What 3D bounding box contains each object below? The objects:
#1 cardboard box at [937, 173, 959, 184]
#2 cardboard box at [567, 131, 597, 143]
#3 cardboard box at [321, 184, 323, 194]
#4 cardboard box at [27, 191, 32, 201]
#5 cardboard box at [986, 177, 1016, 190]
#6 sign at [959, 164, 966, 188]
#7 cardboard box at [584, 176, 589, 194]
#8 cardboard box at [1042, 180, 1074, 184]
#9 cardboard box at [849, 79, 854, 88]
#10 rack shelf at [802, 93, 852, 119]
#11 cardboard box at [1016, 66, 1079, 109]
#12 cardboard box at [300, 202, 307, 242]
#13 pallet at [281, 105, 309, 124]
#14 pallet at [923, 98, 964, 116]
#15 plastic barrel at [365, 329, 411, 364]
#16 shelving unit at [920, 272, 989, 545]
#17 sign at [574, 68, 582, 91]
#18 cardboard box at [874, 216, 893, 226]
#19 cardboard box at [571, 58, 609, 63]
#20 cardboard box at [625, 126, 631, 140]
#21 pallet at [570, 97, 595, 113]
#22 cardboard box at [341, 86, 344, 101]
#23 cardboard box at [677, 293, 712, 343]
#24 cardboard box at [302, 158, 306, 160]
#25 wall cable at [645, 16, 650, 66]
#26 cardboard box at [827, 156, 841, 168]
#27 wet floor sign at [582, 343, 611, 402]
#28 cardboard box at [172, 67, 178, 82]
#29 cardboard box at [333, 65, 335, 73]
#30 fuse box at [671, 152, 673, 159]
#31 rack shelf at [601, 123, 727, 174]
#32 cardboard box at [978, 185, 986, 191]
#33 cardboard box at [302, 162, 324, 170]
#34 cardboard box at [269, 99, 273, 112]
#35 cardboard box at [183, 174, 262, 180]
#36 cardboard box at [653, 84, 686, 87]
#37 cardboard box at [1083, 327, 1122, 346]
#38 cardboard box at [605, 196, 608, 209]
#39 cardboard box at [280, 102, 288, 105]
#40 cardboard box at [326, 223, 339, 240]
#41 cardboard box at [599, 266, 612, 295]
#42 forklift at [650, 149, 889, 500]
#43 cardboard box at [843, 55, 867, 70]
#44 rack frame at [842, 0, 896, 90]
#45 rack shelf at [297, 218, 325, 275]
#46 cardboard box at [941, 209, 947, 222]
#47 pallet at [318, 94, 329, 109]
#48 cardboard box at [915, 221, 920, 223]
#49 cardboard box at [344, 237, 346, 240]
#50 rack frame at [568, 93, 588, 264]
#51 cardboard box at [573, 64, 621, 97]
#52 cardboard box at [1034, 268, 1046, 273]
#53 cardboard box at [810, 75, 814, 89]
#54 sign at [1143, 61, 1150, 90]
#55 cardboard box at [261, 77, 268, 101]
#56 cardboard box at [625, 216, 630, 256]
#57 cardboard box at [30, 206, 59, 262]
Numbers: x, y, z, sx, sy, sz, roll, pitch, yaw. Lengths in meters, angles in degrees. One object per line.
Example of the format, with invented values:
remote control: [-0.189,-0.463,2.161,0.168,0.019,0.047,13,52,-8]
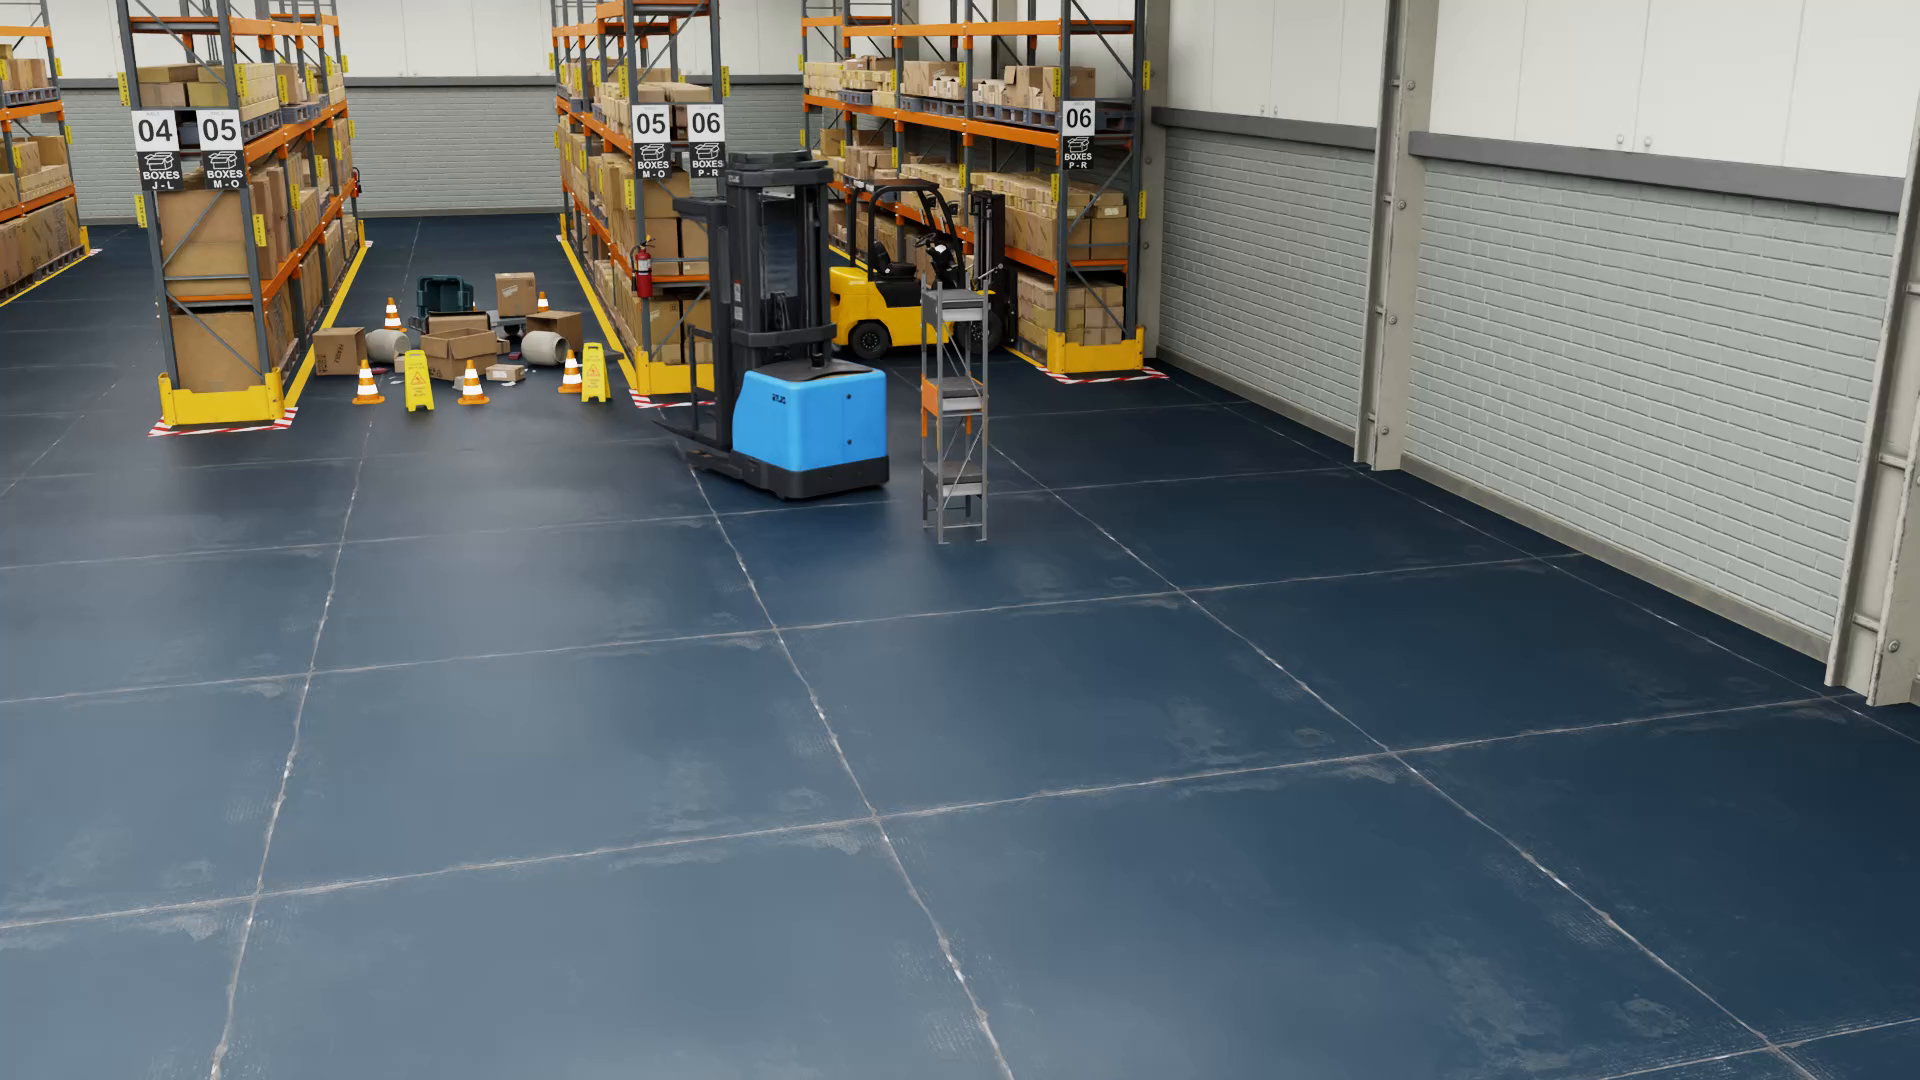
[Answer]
cardboard box: [-0.130,-5.442,25.052,0.380,0.149,0.250,-5,17,-15]
cardboard box: [-6.808,-7.110,29.996,0.500,0.500,0.500,-5,17,-16]
cardboard box: [-10.410,-5.608,26.614,0.380,0.149,0.250,-5,18,-17]
cardboard box: [-15.775,-5.751,27.822,0.380,0.149,0.250,-5,18,-17]
cardboard box: [0.569,-4.830,22.499,0.380,0.149,0.250,-4,17,-14]
sign: [0.038,-5.126,23.428,0.100,0.325,0.005,-5,17,-15]
cardboard box: [-5.691,-5.649,26.437,0.500,0.250,0.500,-5,17,-15]
cardboard box: [1.296,-4.662,21.941,0.380,0.149,0.250,-4,17,-14]
cardboard box: [-1.753,-8.106,29.541,0.380,0.149,0.250,-4,17,-14]
rack shelf: [-2.191,-8.513,32.615,1.077,0.370,4.000,-5,17,-15]
cardboard box: [1.115,-5.676,20.844,0.700,0.500,0.500,-5,17,-15]
cardboard box: [-8.971,-4.196,22.035,0.500,0.500,0.500,-5,17,-15]
pallet: [-9.507,-5.812,22.700,1.003,0.211,1.213,-4,17,-13]
pallet: [0.041,-6.618,25.384,1.003,0.211,1.213,-4,17,-13]
plastic barrel: [-7.159,-2.416,20.759,0.512,0.421,0.421,7,18,23]
shelving unit: [-0.045,-1.051,13.302,0.431,2.100,0.503,-5,17,-15]
sign: [-5.849,-7.049,25.453,0.100,0.325,0.005,-5,17,-15]
cardboard box: [-1.379,-5.706,29.721,0.380,0.149,0.250,-4,17,-13]
cardboard box: [-6.814,-8.580,30.504,0.797,0.503,0.637,-3,17,-11]
cardboard box: [-3.582,-4.614,18.822,0.380,0.149,0.250,-5,17,-15]
pallet: [-5.541,-6.888,26.283,1.213,0.211,1.003,-4,17,-13]
cardboard box: [-11.717,-8.281,30.852,0.500,0.250,0.500,-5,17,-15]
cardboard box: [-3.078,-2.650,19.806,0.500,0.500,0.500,-5,18,-17]
cardboard box: [-11.549,-6.357,28.710,0.500,0.500,0.500,-5,17,-15]
wall cable: [-5.933,-12.292,38.665,2.988,3.039,0.133,-5,17,-15]
cardboard box: [-2.292,-7.337,32.405,0.500,0.250,0.500,-5,17,-16]
wet floor sign: [-4.091,-1.890,18.624,0.267,0.644,0.232,1,17,4]
cardboard box: [-8.333,-4.819,17.212,0.380,0.149,0.250,-5,17,-15]
cardboard box: [-11.548,-8.531,30.124,0.380,0.149,0.250,-4,17,-14]
fuse box: [-7.024,-8.647,39.266,0.539,1.711,0.414,-5,17,-15]
rack shelf: [-3.665,-4.800,20.255,1.077,0.370,4.000,-5,17,-15]
cardboard box: [0.465,-4.833,23.026,0.380,0.149,0.250,-4,17,-14]
cardboard box: [-10.630,-6.107,27.241,0.380,0.149,0.250,-5,17,-15]
cardboard box: [-8.326,-5.120,19.603,0.380,0.149,0.250,-5,17,-15]
cardboard box: [-8.445,-3.877,19.008,0.875,0.550,0.500,-5,17,-15]
cardboard box: [-3.616,-5.602,20.725,0.380,0.149,0.250,-5,17,-16]
cardboard box: [1.710,-2.584,20.891,0.500,0.250,0.500,-5,17,-15]
cardboard box: [-4.562,-4.763,22.673,0.500,0.500,0.500,-5,17,-16]
cardboard box: [-9.081,-5.816,21.918,0.380,0.149,0.250,-5,17,-15]
cardboard box: [-10.568,-5.089,27.491,0.500,0.250,0.500,-4,17,-13]
cardboard box: [-4.957,-3.950,25.226,0.950,0.372,0.625,-5,17,-16]
forklift: [-1.930,-2.119,15.411,1.130,2.935,3.031,-12,21,-36]
cardboard box: [-1.894,-8.663,30.160,0.396,0.266,0.258,-5,17,-16]
rack frame: [-1.641,-9.741,30.239,1.000,3.000,0.127,-5,17,-15]
rack shelf: [-9.495,-4.051,22.974,1.077,0.370,4.000,-5,17,-15]
cardboard box: [0.024,-4.841,24.613,0.500,0.250,0.500,-5,17,-16]
pallet: [-11.077,-7.223,27.395,1.213,0.211,1.003,-5,17,-15]
cardboard box: [-0.564,-5.466,28.921,0.380,0.149,0.250,-6,18,-18]
cardboard box: [-11.318,-5.439,30.054,0.380,0.149,0.250,-4,17,-13]
rack frame: [-6.413,-6.474,29.792,1.000,3.000,0.127,-5,17,-15]
cardboard box: [-5.768,-7.312,26.464,0.700,0.500,0.500,-6,18,-18]
cardboard box: [1.304,-3.479,22.131,0.500,0.250,0.500,-5,17,-16]
cardboard box: [-2.722,-9.198,33.389,0.500,0.250,0.500,-4,17,-14]
sign: [2.192,-5.484,19.624,0.100,0.325,0.005,-5,17,-15]
cardboard box: [-8.289,-5.204,19.189,0.500,0.250,0.500,-5,17,-16]
cardboard box: [-3.662,-3.613,19.574,0.500,0.500,0.500,-5,17,-15]
cardboard box: [-16.293,-5.312,28.886,0.875,0.875,0.875,-5,17,-15]
